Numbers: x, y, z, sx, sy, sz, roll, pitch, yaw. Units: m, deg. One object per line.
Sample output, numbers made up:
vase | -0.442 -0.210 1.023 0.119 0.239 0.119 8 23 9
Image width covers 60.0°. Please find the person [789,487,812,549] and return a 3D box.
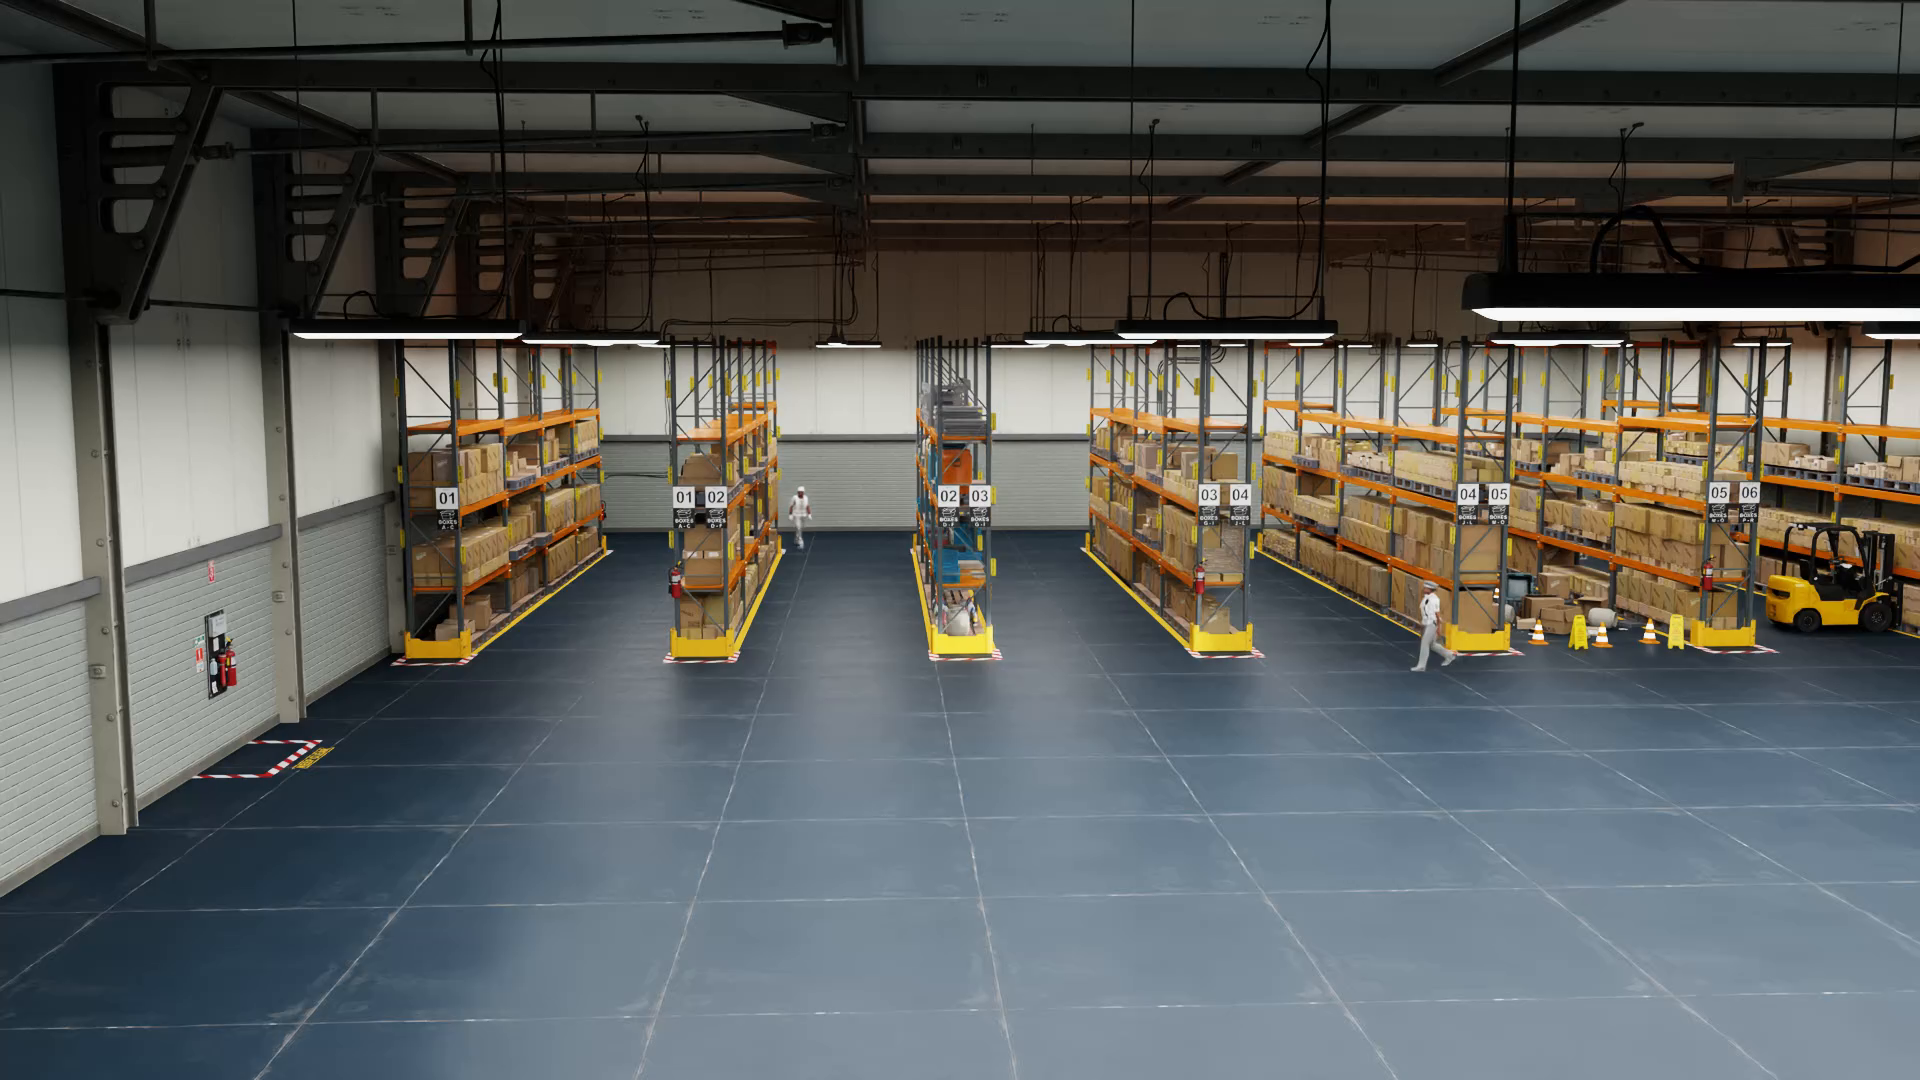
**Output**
person | -4.676 -0.675 48.688 0.589 1.786 0.898 -4 8 -33

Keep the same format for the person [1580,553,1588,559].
person | 17.059 -0.258 45.612 0.416 1.578 0.488 -4 8 -34

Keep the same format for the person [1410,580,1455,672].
person | 8.484 1.517 29.775 0.925 1.640 0.458 -1 7 -13
